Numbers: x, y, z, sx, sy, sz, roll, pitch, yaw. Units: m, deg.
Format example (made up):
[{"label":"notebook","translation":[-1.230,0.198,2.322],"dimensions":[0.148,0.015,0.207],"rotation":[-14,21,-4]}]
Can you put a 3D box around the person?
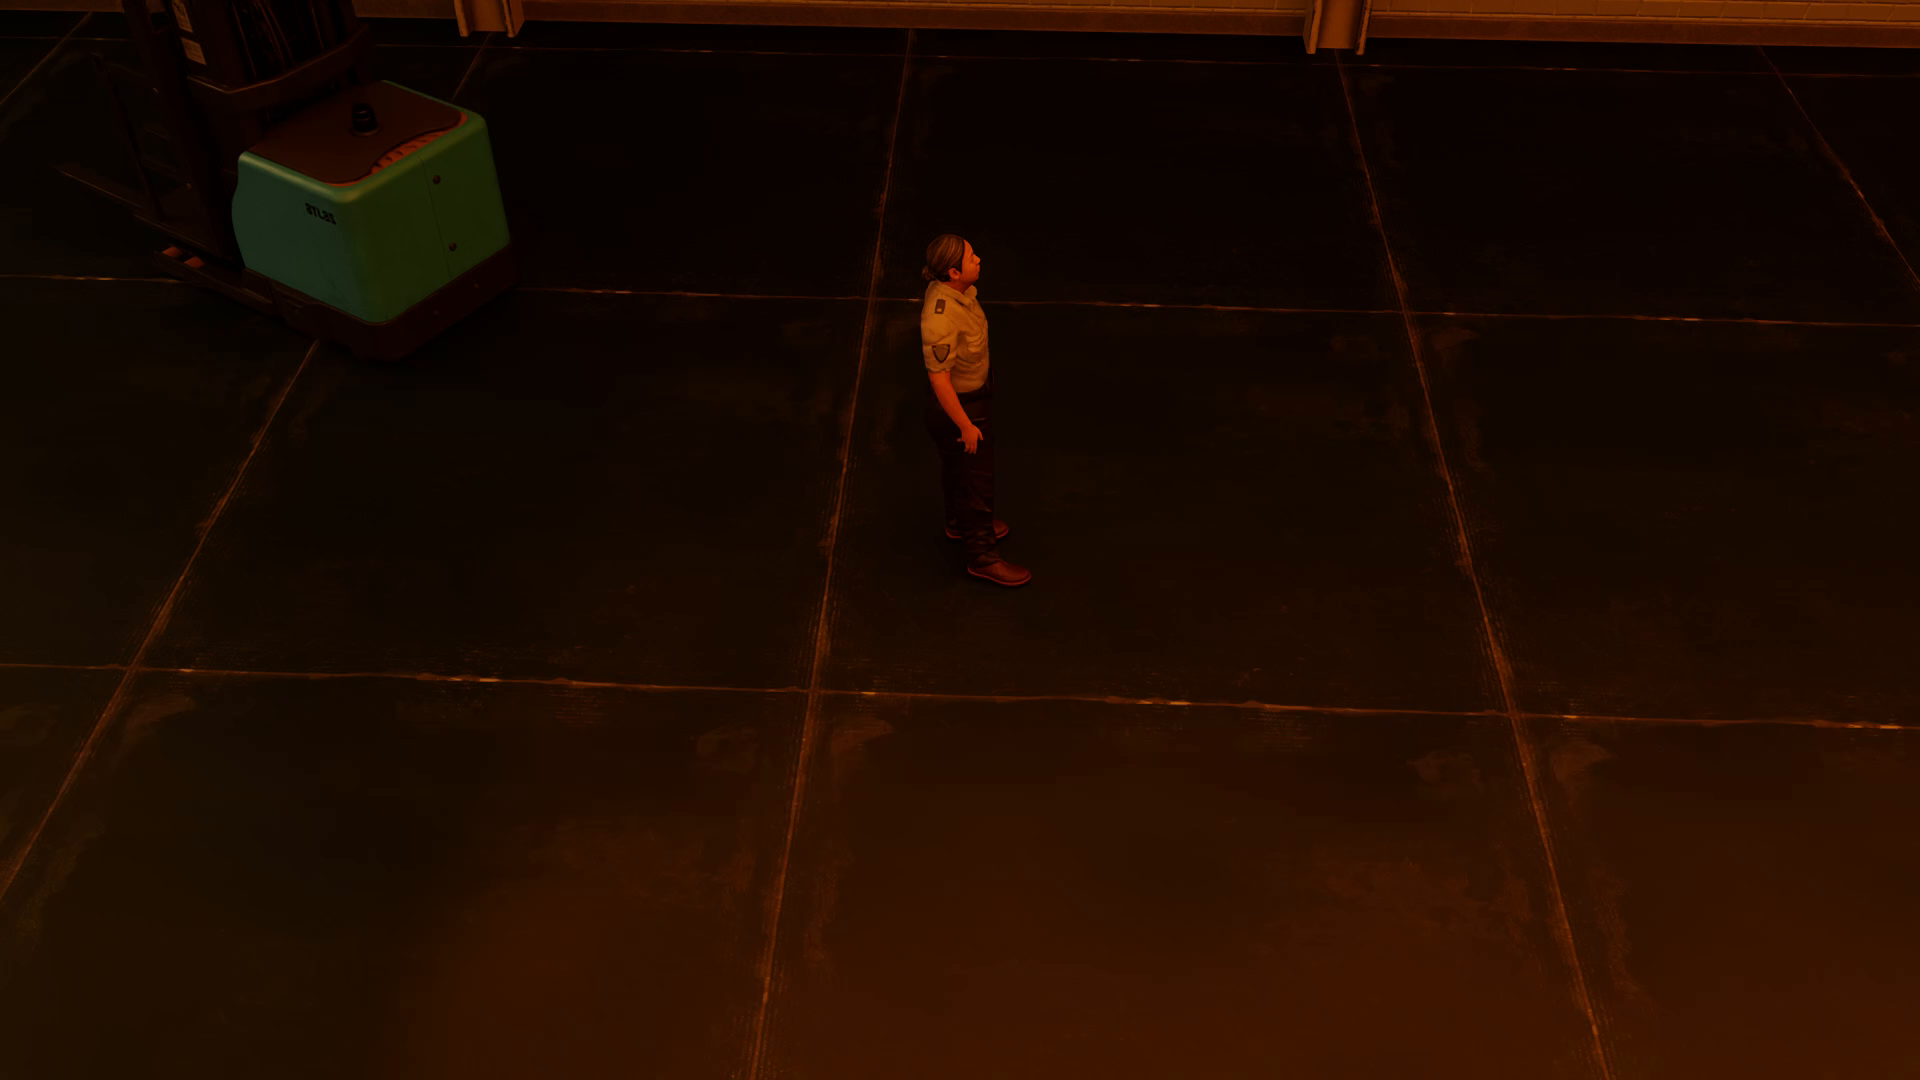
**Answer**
[{"label":"person","translation":[0.089,-0.591,7.339],"dimensions":[0.501,1.641,0.598],"rotation":[2,42,2]}]

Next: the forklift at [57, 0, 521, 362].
[{"label":"forklift","translation":[-4.007,-2.801,8.811],"dimensions":[3.031,2.935,1.130],"rotation":[24,47,24]}]
